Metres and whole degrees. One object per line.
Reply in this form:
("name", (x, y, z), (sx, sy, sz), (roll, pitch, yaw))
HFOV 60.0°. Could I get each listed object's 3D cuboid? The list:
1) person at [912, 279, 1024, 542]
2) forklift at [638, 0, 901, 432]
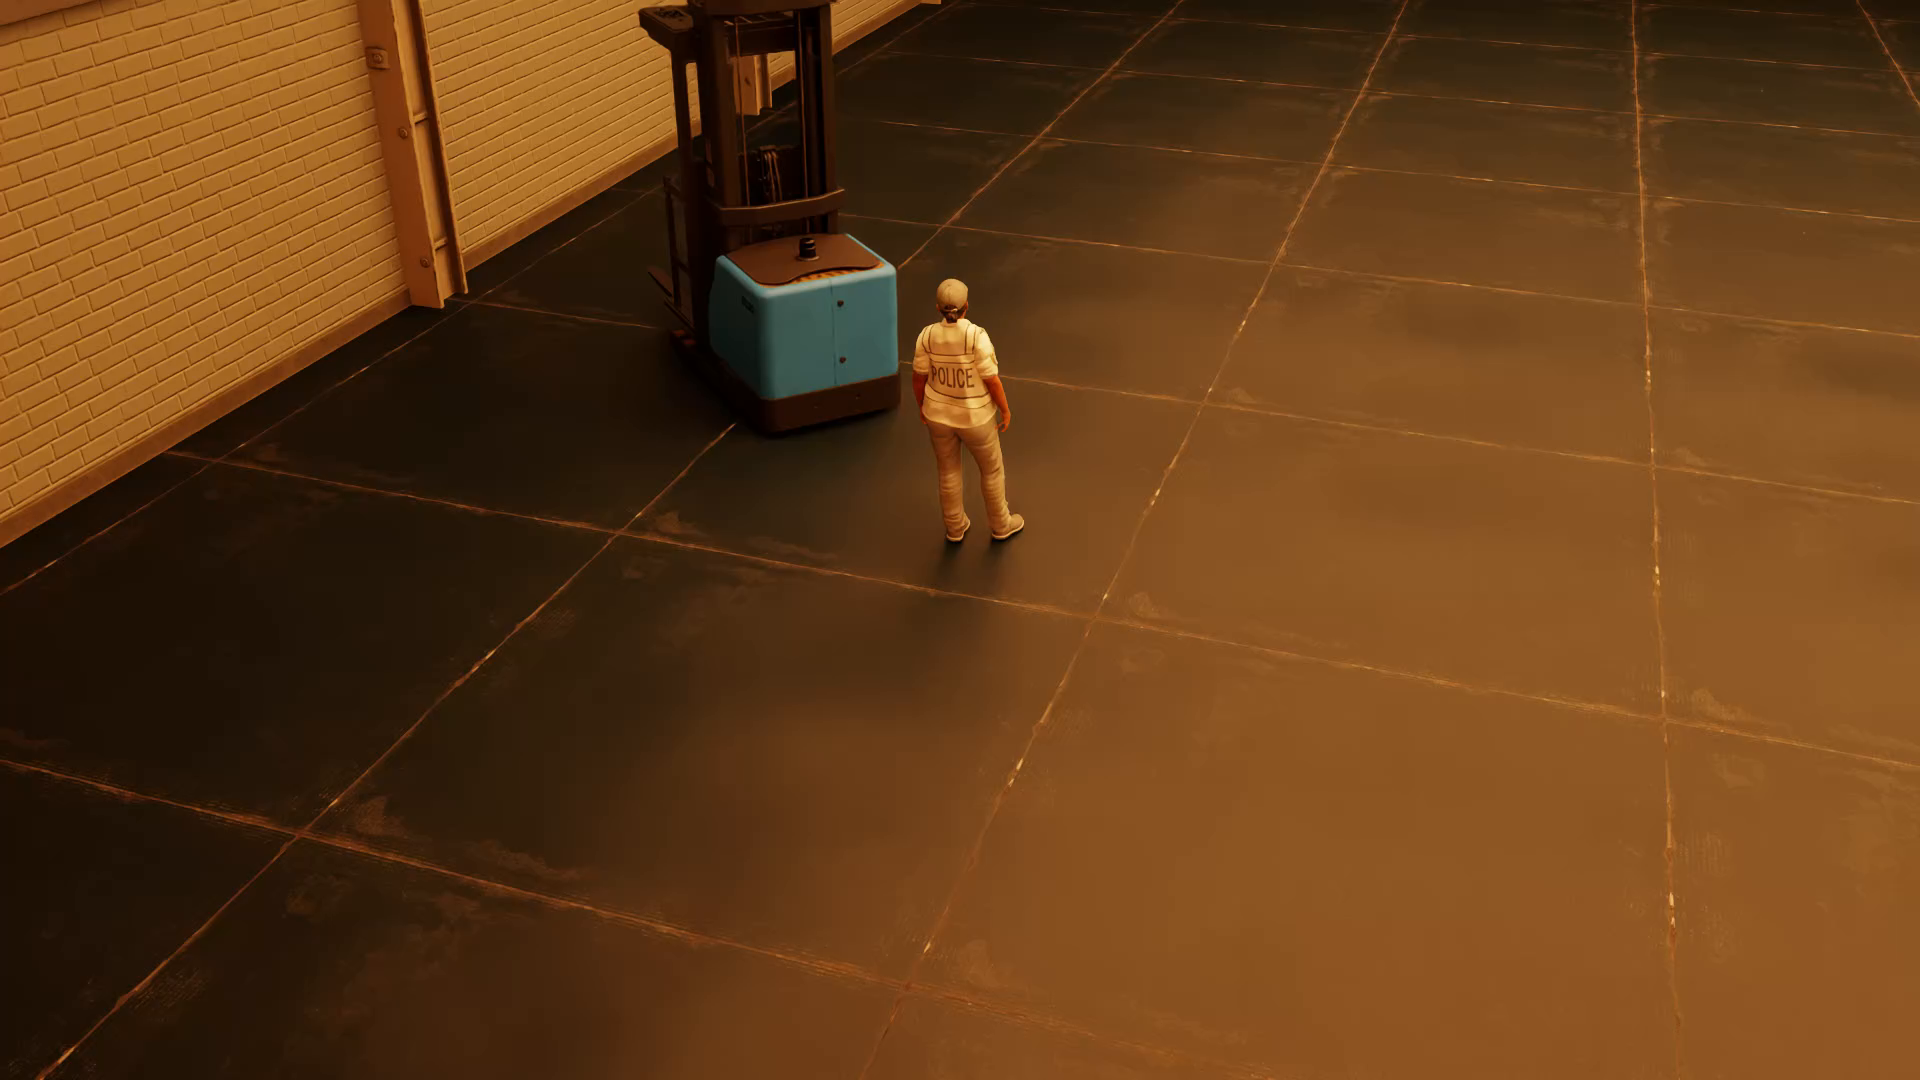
("person", (0.047, -0.762, 9.736), (0.598, 1.670, 0.529), (10, 31, 16))
("forklift", (-1.544, -2.704, 11.881), (1.130, 2.935, 3.031), (-15, 33, -24))
